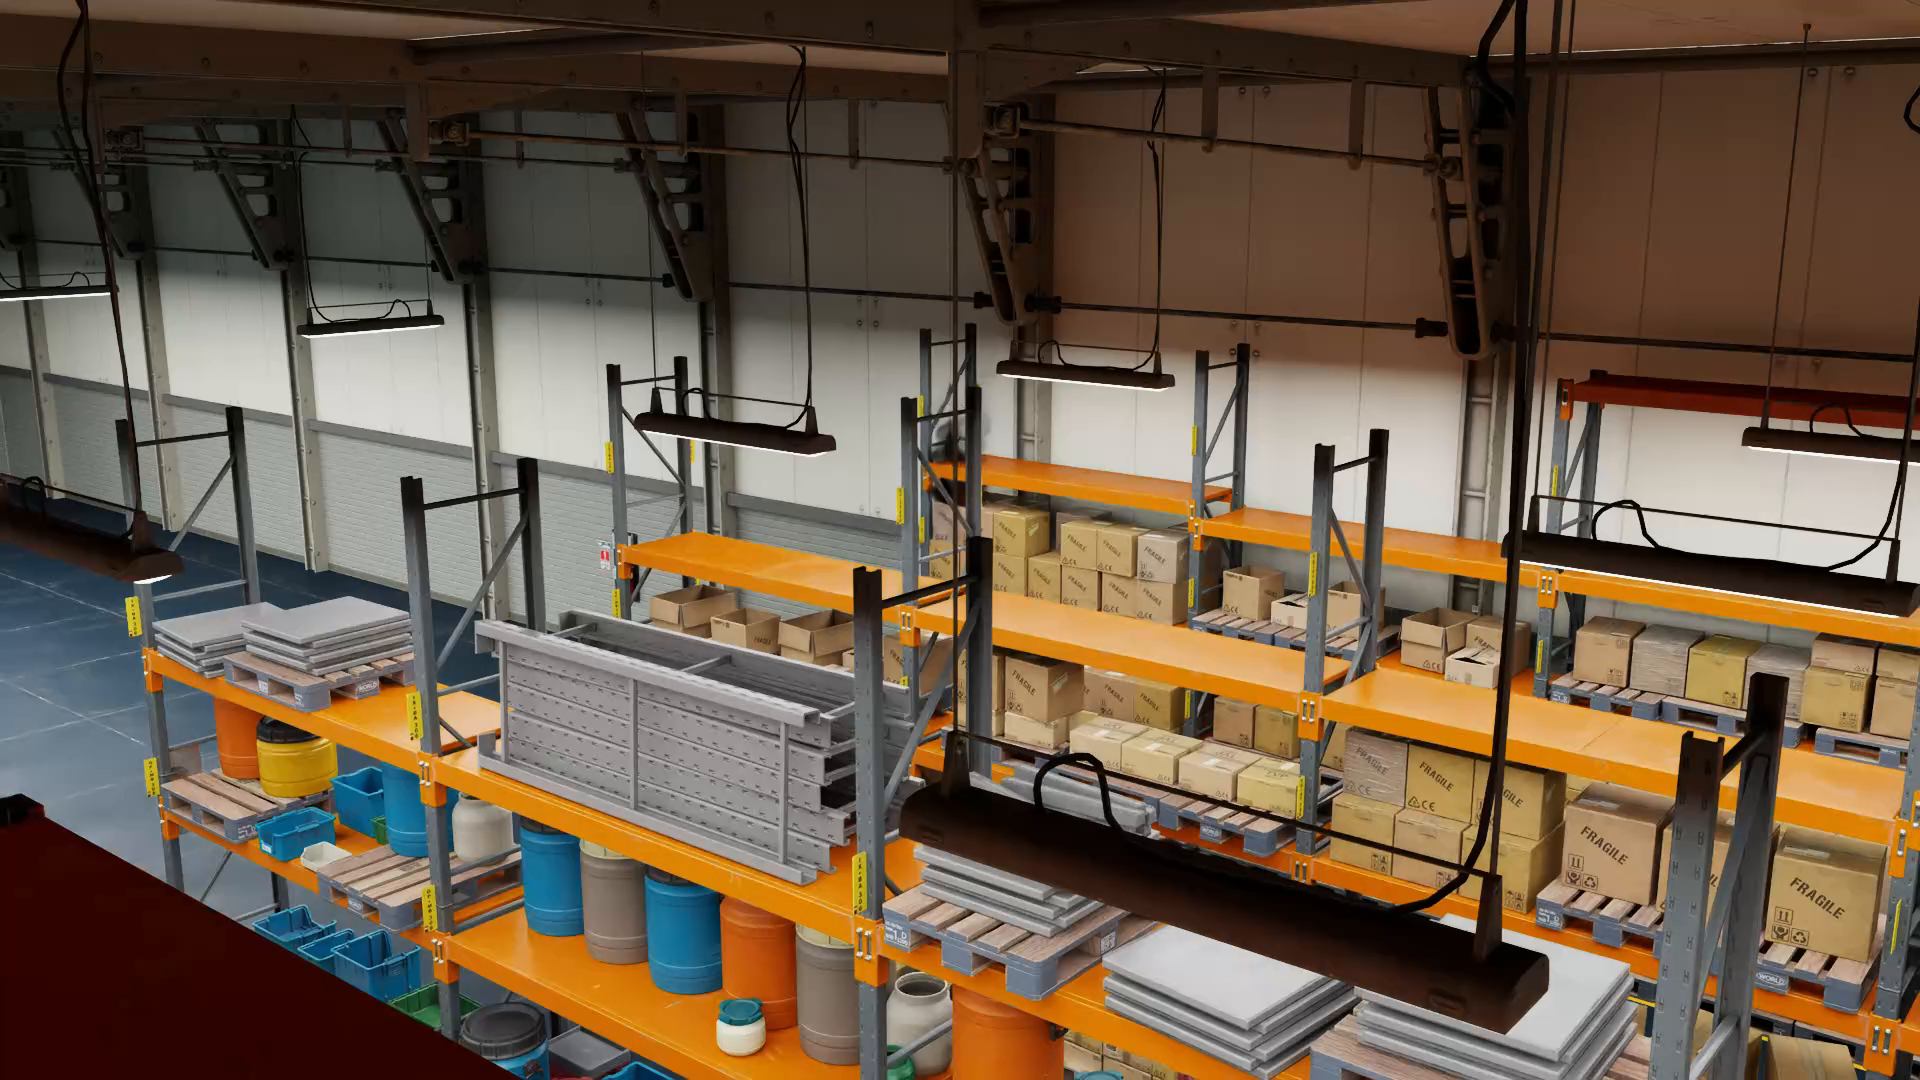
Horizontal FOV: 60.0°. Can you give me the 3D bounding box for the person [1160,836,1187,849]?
[{"bbox_3d":[2.025,3.598,16.371,0.619,1.733,0.658,10,16,37],"label":"person"}]
